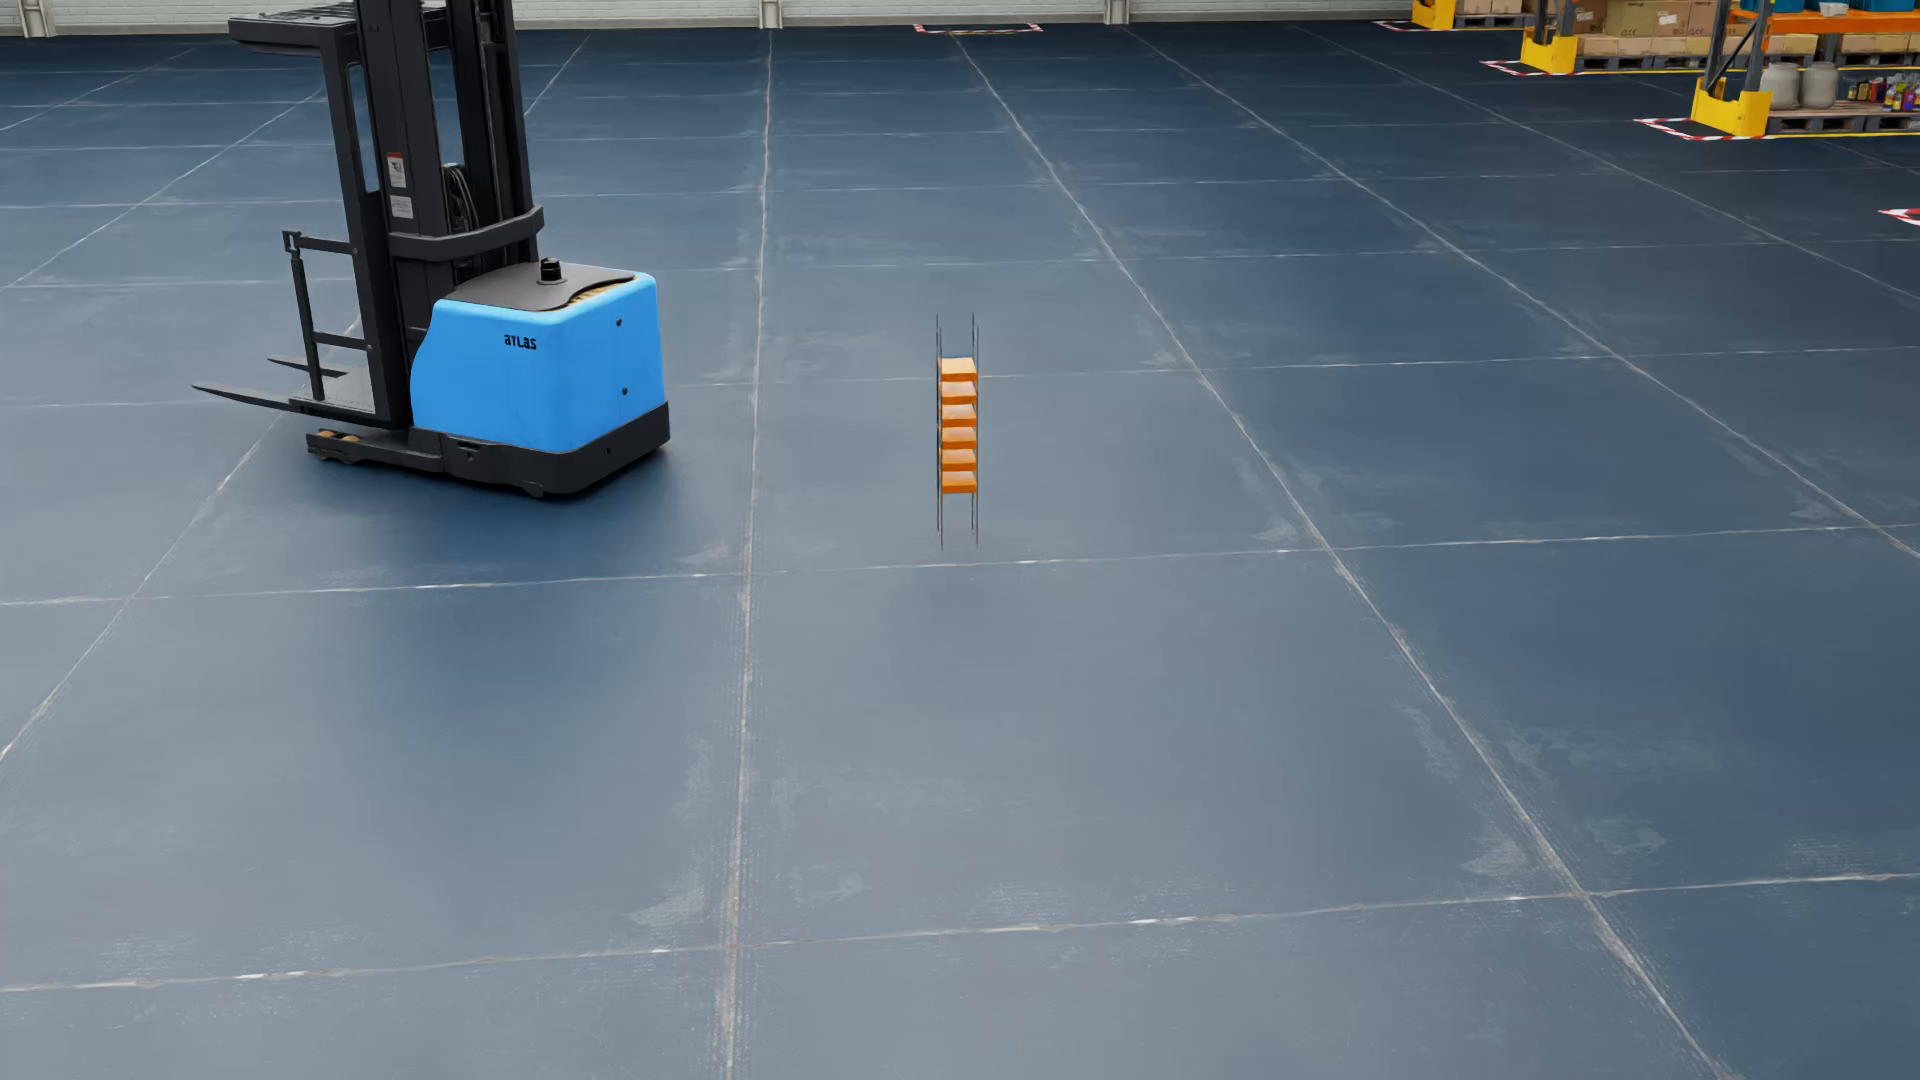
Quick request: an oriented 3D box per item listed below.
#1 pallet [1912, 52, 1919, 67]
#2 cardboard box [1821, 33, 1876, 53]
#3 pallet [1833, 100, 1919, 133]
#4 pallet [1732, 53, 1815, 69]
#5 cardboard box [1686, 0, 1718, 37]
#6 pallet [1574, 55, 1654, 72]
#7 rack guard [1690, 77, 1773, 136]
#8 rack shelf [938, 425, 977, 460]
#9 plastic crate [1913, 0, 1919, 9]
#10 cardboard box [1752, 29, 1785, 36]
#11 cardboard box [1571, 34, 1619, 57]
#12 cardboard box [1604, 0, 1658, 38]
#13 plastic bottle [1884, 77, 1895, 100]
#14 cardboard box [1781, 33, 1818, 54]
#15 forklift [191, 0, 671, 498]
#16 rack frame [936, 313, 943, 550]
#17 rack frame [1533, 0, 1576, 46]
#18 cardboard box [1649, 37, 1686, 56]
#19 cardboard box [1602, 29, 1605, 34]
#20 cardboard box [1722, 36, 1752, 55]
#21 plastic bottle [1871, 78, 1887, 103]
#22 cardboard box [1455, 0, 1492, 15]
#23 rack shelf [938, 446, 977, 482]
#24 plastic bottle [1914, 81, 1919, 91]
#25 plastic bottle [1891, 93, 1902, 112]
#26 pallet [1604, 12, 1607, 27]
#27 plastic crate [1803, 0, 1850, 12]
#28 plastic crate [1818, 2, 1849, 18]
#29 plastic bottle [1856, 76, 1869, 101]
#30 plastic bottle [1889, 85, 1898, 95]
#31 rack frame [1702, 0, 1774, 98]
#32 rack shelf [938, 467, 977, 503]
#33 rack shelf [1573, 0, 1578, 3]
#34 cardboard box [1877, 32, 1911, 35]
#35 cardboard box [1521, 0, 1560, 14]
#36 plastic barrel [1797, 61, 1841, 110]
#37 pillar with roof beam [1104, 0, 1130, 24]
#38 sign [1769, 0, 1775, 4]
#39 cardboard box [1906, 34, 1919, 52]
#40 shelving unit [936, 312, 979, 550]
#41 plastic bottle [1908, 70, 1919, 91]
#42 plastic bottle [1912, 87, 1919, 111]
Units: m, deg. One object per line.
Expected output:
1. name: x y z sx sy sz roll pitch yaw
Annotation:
1. pallet: 14.507 -7.251 24.804 1.213 0.211 1.003 -2 24 -5
2. cardboard box: 12.987 -7.281 24.307 0.500 0.250 0.500 -3 24 -6
3. pallet: 11.155 -5.094 19.950 1.213 0.211 1.003 -2 24 -5
4. pallet: 11.766 -7.141 24.556 1.213 0.211 1.003 -2 24 -5
5. cardboard box: 10.629 -7.539 23.963 0.500 0.500 0.500 -2 24 -5
6. pallet: 9.337 -7.044 24.337 1.213 0.211 1.003 -2 24 -5
7. rack guard: 9.135 -5.148 19.717 0.348 0.500 1.175 -2 24 -5
8. rack shelf: -0.014 -0.507 8.523 0.180 0.103 0.258 -2 24 -5
9. plastic crate: 11.666 -6.391 19.696 0.662 0.188 0.450 -2 24 -5
10. cardboard box: 11.622 -7.586 24.069 0.500 0.500 0.500 -2 24 -5
11. cardboard box: 9.136 -7.137 23.983 0.500 0.250 0.500 -2 24 -5
12. cardboard box: 9.633 -7.501 23.877 0.500 0.500 0.500 -2 24 -5
13. plastic bottle: 11.240 -5.480 20.197 0.135 0.276 0.152 -3 24 -7
14. cardboard box: 12.121 -7.259 24.256 0.500 0.250 0.500 -2 24 -5
15. forklift: -3.288 -1.965 9.562 3.031 2.935 1.130 11 26 23
16. rack frame: -0.105 -0.544 8.497 0.006 1.200 0.240 -2 24 -5
17. rack frame: 8.580 -8.270 23.664 0.127 3.000 1.000 -2 24 -5
18. cardboard box: 10.131 -7.179 24.076 0.500 0.250 0.500 -2 24 -5
19. cardboard box: 9.581 -7.372 24.510 0.500 0.250 0.500 -2 24 -5
20. cardboard box: 11.126 -7.217 24.162 0.500 0.250 0.500 -2 24 -5
21. plastic bottle: 11.113 -5.434 20.086 0.133 0.283 0.061 -2 24 -5
22. cardboard box: 8.787 -9.236 28.605 0.500 0.311 0.500 -5 24 -11
23. rack shelf: -0.014 -0.397 8.572 0.180 0.103 0.258 -2 24 -5
24. plastic bottle: 11.629 -5.436 20.100 0.135 0.276 0.152 -2 24 -5
25. plastic bottle: 11.002 -5.141 19.527 0.097 0.201 0.097 0 24 0
26. pallet: 11.406 -9.117 29.002 1.213 0.211 1.003 -2 24 -5
27. plastic crate: 10.179 -6.365 19.560 0.408 0.251 0.499 -2 24 -5
28. plastic crate: 9.986 -6.053 19.001 0.250 0.136 0.298 -2 24 -5
29. plastic bottle: 10.963 -5.490 20.212 0.133 0.283 0.061 -2 24 -4
30. plastic bottle: 11.271 -5.396 20.100 0.097 0.201 0.097 0 24 0
31. rack frame: 9.064 -6.268 19.159 0.127 3.000 1.000 -2 24 -5
32. rack shelf: -0.014 -0.288 8.621 0.180 0.103 0.258 -2 24 -5
33. rack shelf: 10.571 -8.022 23.990 4.000 0.370 1.077 -2 24 -5
34. cardboard box: 13.495 -7.555 24.233 0.500 0.311 0.500 -3 24 -6
35. cardboard box: 10.090 -9.354 28.639 0.500 0.500 0.700 -4 24 -8
36. plastic barrel: 10.210 -5.400 19.753 0.421 0.512 0.421 0 24 0
37. pillar with roof beam: 3.154 -11.412 23.346 0.400 9.000 9.100 -2 24 -5
38. sign: 9.113 -6.172 18.602 0.005 0.325 0.100 -2 24 -5
39. cardboard box: 14.011 -7.323 24.401 0.500 0.250 0.500 -3 24 -7
40. shelving unit: -0.014 -0.548 8.505 0.189 1.200 0.258 -2 24 -5
41. plastic bottle: 11.589 -5.529 20.217 0.185 0.351 0.144 -2 24 -6
42. plastic bottle: 11.240 -5.183 19.534 0.097 0.271 0.097 0 24 0
